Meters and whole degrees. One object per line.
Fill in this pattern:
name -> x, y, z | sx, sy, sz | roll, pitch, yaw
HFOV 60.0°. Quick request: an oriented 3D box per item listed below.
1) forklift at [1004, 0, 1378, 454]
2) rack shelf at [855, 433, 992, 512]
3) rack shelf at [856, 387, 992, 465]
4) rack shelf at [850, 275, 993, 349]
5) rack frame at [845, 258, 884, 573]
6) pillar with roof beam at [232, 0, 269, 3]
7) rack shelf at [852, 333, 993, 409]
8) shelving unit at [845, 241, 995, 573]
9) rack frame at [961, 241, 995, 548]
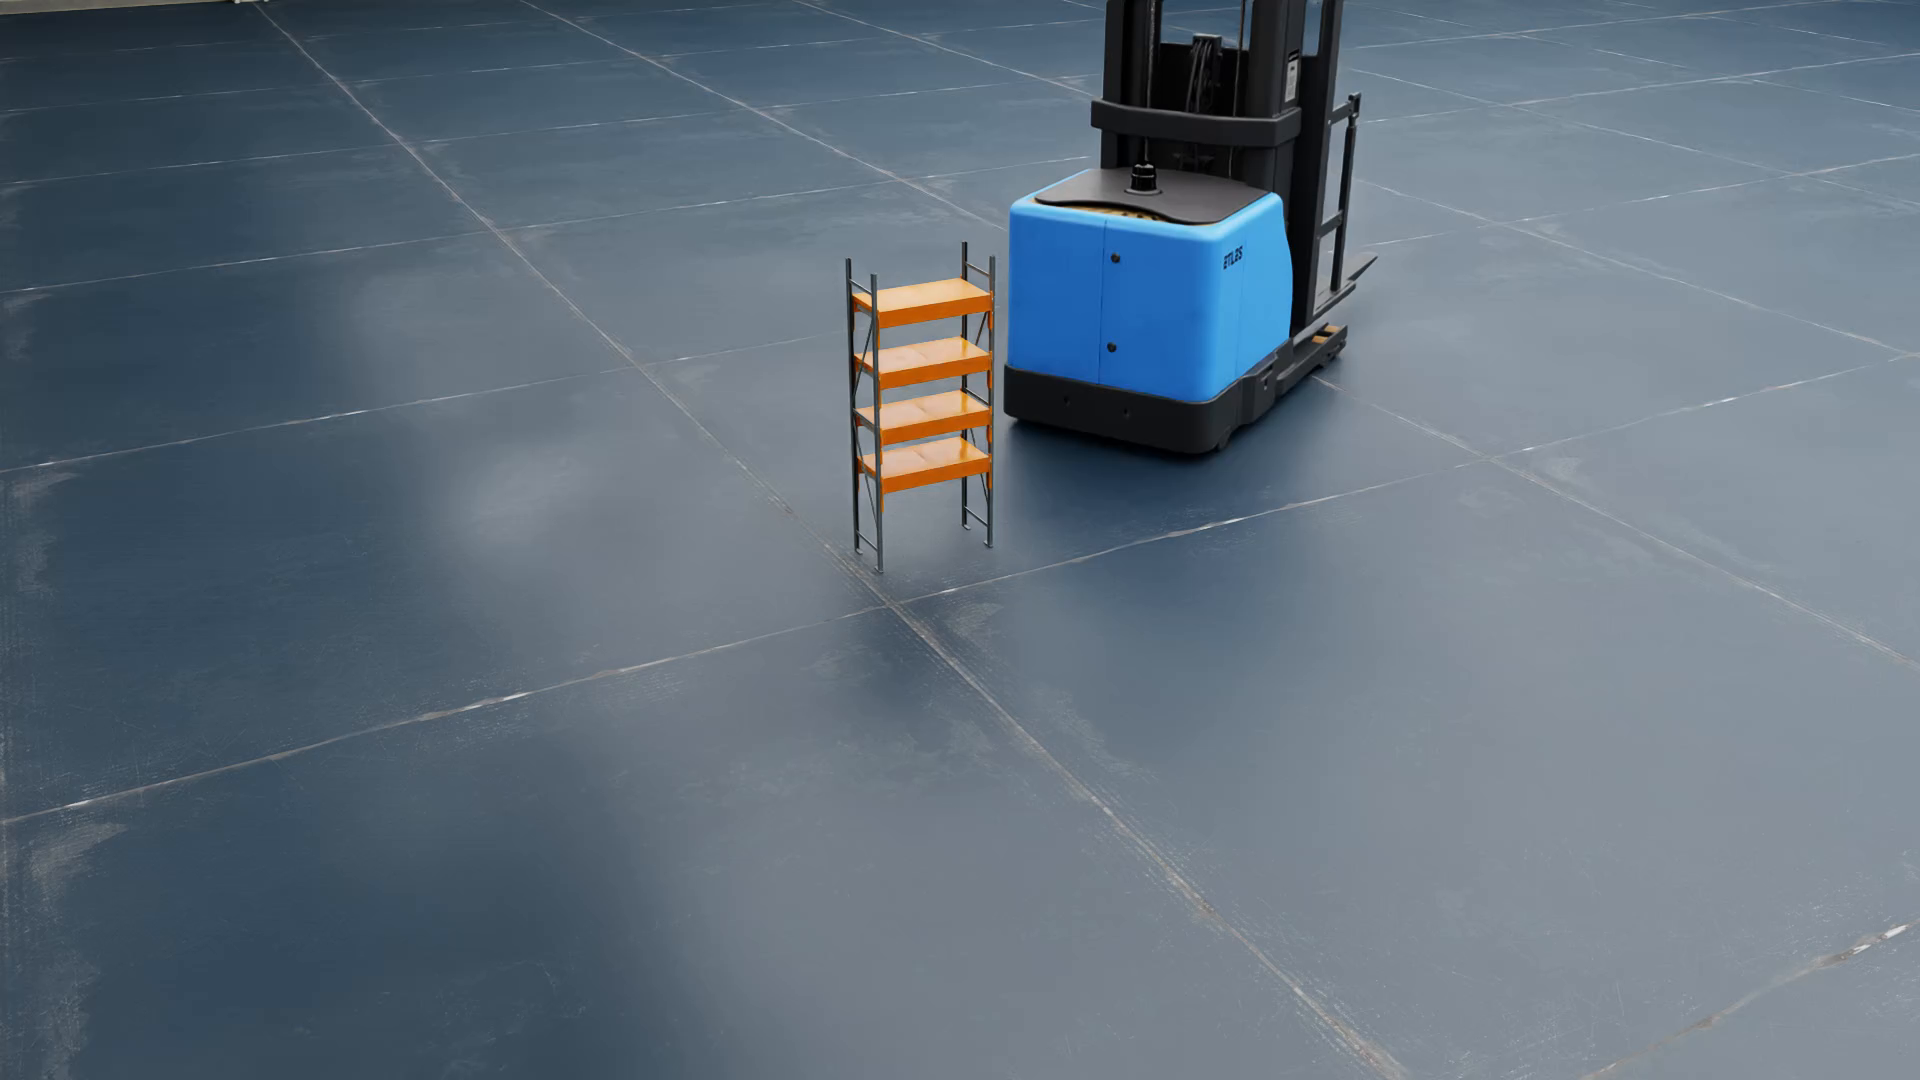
forklift -> 1.385, -2.302, 8.158 | 1.130, 2.935, 3.031 | 14, 29, 27
rack shelf -> -0.146, -0.268, 6.535 | 0.480, 0.148, 0.258 | -13, 29, -25
rack shelf -> -0.146, -0.447, 6.449 | 0.480, 0.148, 0.258 | -13, 29, -25
rack shelf -> -0.146, -0.861, 6.250 | 0.480, 0.148, 0.258 | -13, 29, -25
rack frame -> -0.361, -0.457, 6.317 | 0.015, 1.200, 0.240 | -13, 29, -25
pillar with roof beam -> -6.856, -9.163, 15.437 | 0.400, 9.000, 9.100 | -13, 29, -25
rack shelf -> -0.146, -0.648, 6.352 | 0.480, 0.148, 0.258 | -13, 29, -25
shelving unit -> -0.146, -0.507, 6.420 | 0.503, 1.200, 0.258 | -13, 29, -25
rack frame -> 0.069, -0.557, 6.524 | 0.015, 1.200, 0.240 | -13, 29, -25
